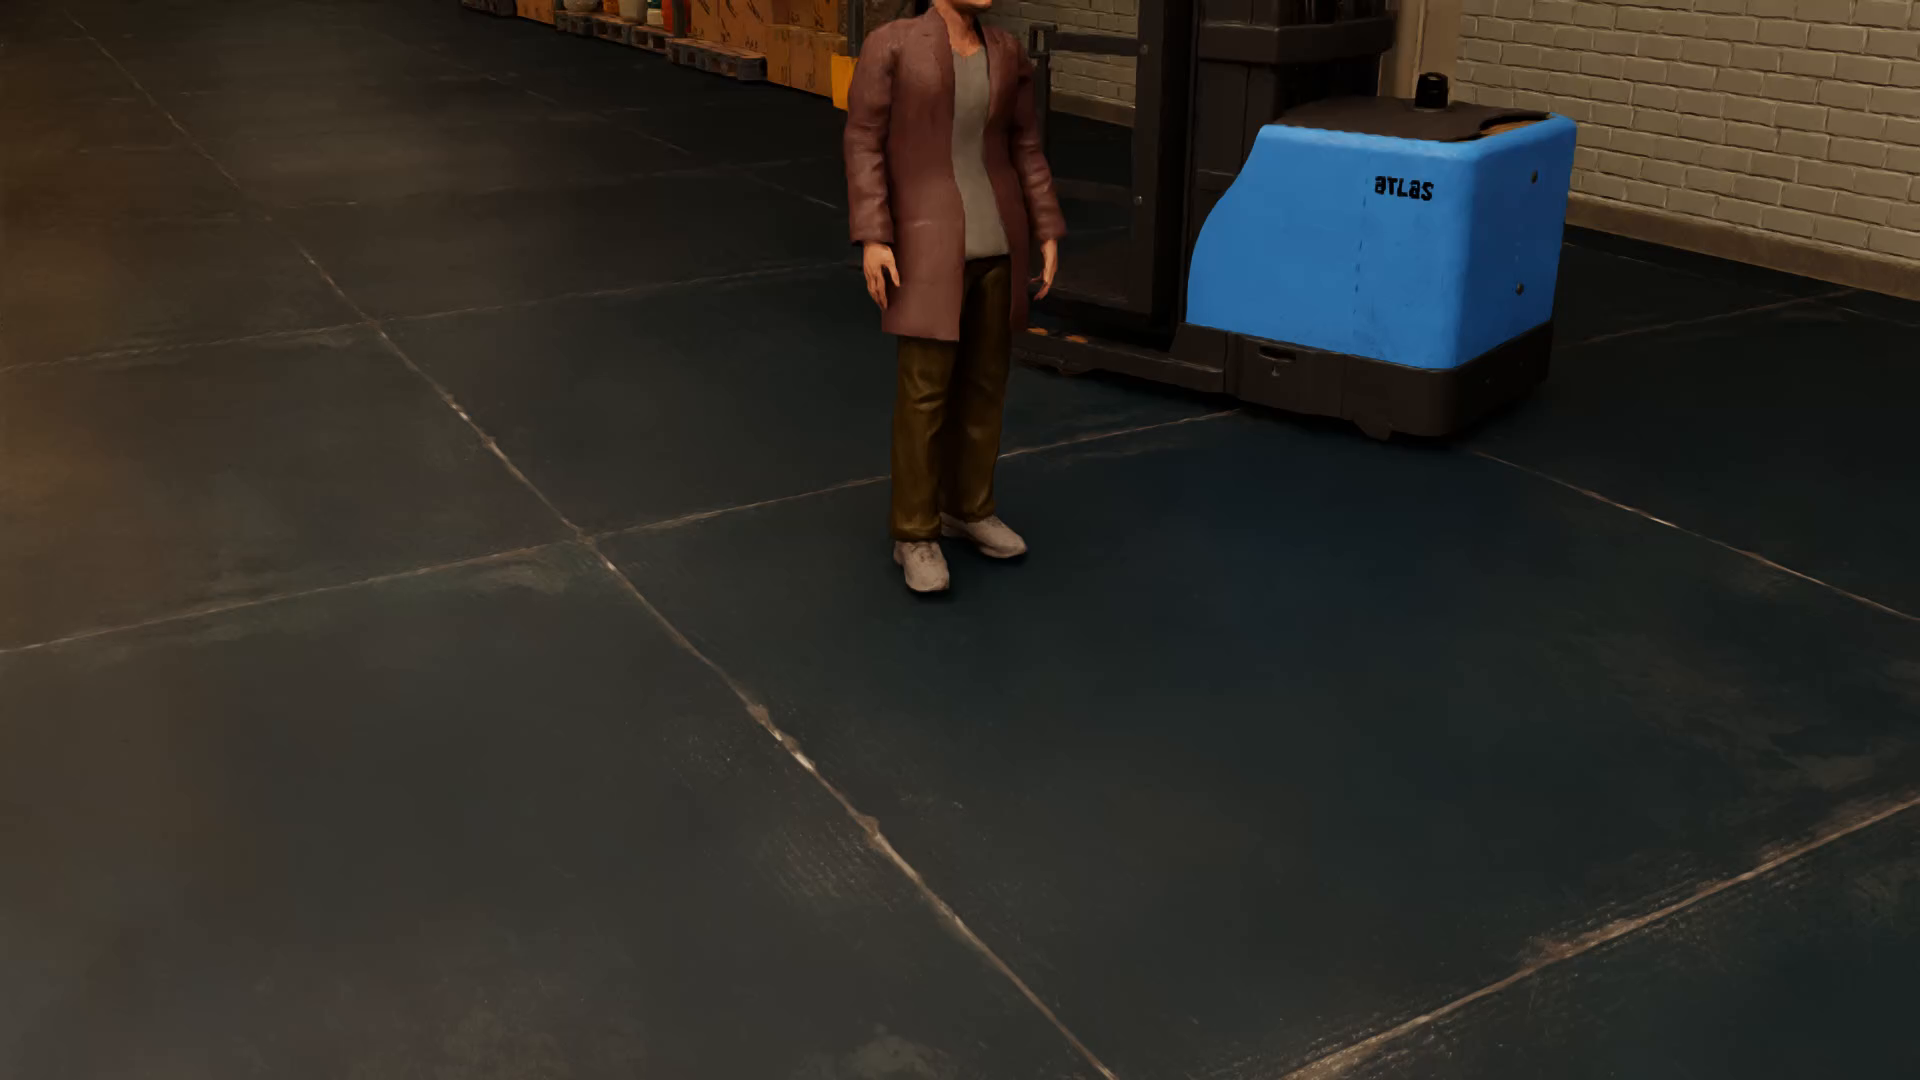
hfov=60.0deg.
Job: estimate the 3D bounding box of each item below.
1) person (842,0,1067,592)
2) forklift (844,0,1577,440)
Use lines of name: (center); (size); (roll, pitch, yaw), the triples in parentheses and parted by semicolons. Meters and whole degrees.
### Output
person: (0.038, -0.797, 4.717); (0.684, 1.776, 0.580); (-12, 25, -28)
forklift: (0.840, -2.156, 6.527); (3.031, 2.935, 1.130); (18, 28, 36)
